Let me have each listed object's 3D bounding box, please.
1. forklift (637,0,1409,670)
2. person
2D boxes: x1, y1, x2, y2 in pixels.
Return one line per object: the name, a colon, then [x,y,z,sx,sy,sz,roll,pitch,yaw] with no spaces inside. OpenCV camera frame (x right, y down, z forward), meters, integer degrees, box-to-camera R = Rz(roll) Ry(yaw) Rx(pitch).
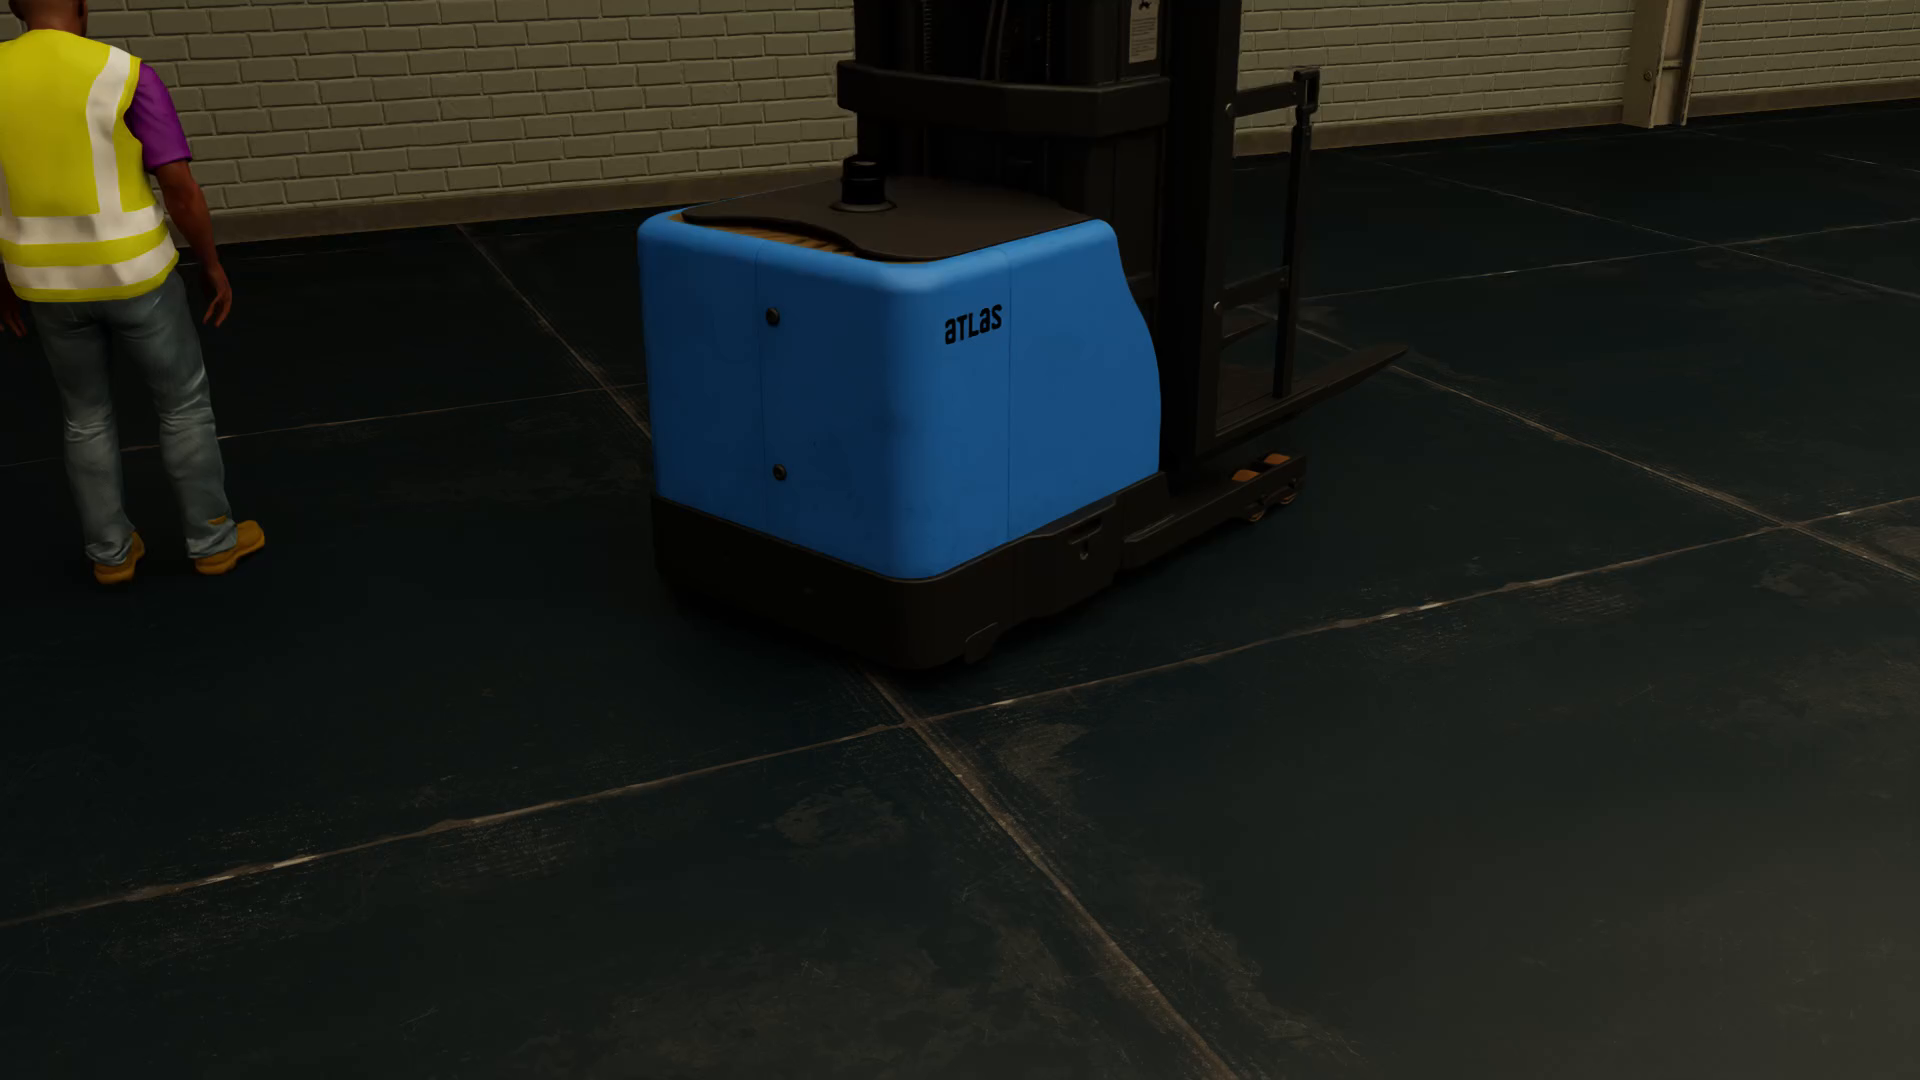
forklift: [0.470,-1.520,4.945,1.130,2.935,3.031,18,29,37]
person: [-2.361,-0.735,4.592,0.643,1.756,0.458,-3,23,-7]
